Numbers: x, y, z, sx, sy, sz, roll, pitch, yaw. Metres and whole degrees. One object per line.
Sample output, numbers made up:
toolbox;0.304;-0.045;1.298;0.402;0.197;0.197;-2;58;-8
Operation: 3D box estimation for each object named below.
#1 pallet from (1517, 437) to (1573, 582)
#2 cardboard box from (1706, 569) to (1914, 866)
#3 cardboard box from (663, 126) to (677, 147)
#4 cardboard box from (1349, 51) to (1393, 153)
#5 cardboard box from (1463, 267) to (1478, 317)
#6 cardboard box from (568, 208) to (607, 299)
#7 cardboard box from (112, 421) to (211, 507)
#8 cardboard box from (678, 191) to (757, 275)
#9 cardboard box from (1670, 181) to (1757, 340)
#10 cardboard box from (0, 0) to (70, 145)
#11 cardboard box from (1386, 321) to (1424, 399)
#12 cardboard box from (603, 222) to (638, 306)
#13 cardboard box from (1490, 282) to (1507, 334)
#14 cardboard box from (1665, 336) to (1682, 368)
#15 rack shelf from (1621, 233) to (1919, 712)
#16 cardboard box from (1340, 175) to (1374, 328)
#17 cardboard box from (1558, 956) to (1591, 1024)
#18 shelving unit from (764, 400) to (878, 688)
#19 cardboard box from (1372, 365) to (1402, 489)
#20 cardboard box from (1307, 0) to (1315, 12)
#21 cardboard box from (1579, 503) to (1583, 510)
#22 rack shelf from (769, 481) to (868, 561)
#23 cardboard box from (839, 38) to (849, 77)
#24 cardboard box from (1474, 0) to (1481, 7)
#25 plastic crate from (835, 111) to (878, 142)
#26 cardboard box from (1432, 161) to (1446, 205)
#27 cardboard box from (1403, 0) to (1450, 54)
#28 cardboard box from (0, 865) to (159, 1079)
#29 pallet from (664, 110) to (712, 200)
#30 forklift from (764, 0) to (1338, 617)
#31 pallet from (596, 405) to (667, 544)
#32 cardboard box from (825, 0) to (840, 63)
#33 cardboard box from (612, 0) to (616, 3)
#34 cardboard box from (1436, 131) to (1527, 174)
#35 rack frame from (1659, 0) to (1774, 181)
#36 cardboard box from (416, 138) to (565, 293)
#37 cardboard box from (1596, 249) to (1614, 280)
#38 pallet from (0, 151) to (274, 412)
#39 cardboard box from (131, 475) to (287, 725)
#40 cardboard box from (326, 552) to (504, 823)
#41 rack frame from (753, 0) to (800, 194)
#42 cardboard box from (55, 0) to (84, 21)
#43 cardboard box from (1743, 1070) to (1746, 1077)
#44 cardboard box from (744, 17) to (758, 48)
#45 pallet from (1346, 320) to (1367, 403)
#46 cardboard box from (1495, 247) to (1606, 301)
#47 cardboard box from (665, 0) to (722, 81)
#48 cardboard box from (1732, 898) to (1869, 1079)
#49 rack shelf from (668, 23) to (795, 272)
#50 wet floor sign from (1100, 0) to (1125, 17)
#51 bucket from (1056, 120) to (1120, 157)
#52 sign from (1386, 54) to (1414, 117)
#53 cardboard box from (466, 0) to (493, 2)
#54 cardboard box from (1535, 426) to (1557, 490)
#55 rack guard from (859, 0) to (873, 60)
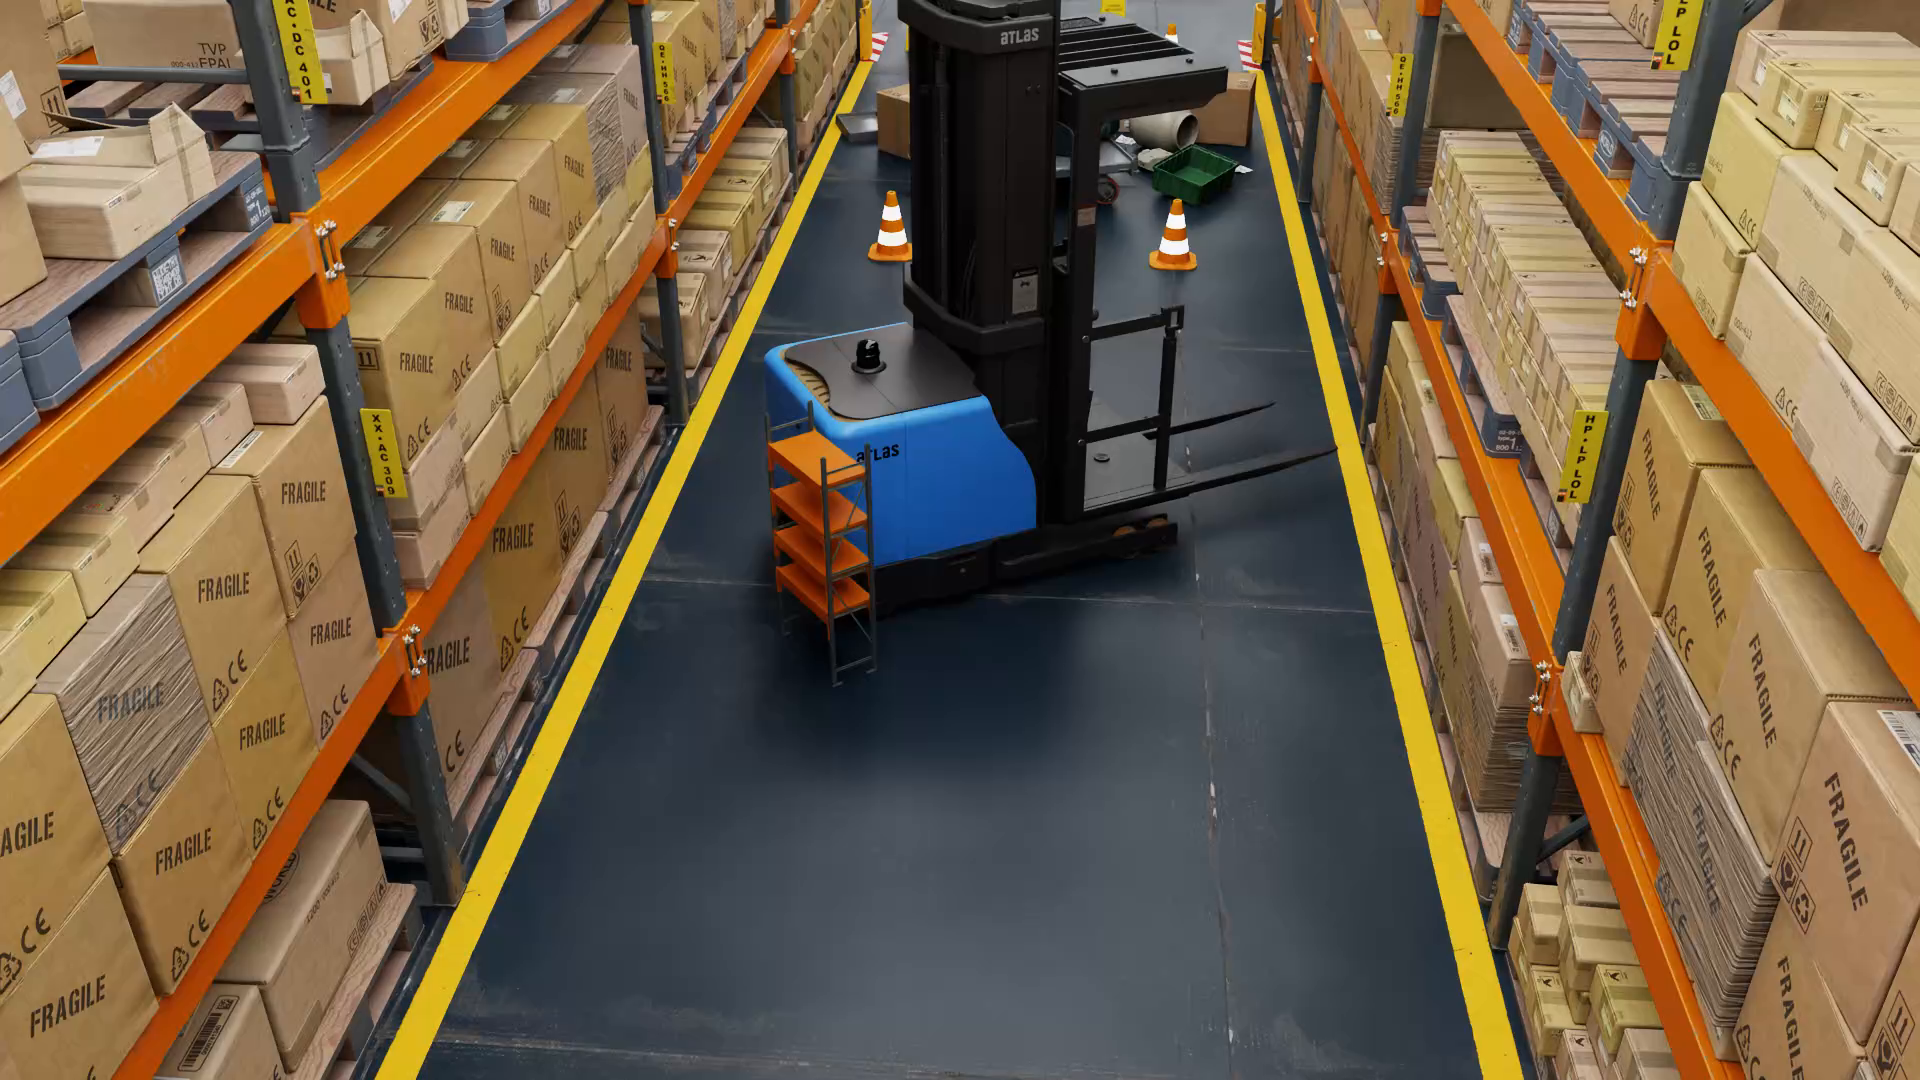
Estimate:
pallet;2.708;-0.055;6.164;1.003;0.211;1.213;2;32;4
cardboard box;2.123;0.421;3.876;0.500;0.500;0.500;3;32;5
cardboard box;-1.847;-2.374;9.582;0.380;0.149;0.250;1;32;1
cardboard box;2.679;-2.647;10.091;0.500;0.500;0.500;2;32;3
cardboard box;2.506;-1.120;7.547;0.380;0.149;0.250;3;32;6
cardboard box;-1.961;-1.342;7.735;0.500;0.250;0.500;2;32;3
cardboard box;-2.308;-0.209;4.563;0.380;0.149;0.250;2;32;4
cardboard box;-1.940;-2.131;11.454;0.950;0.372;0.625;3;32;6
cardboard box;2.200;-0.726;4.353;0.500;0.250;0.500;4;32;6
cardboard box;-2.698;-1.145;4.298;0.500;0.500;0.500;3;32;5
cardboard box;2.529;-0.919;8.650;0.500;0.250;0.500;1;32;2
cardboard box;-1.923;-1.387;8.284;0.500;0.250;0.500;3;32;5
cardboard box;2.466;-0.975;7.028;0.380;0.149;0.250;4;32;6
cardboard box;3.094;-0.815;6.769;0.380;0.149;0.250;2;32;3
rack shelf;2.338;0.331;3.180;1.077;0.370;4.000;2;32;4
cardboard box;3.034;-1.828;10.602;1.050;0.750;0.750;3;32;5
cardboard box;2.222;1.477;5.528;0.380;0.149;0.250;3;32;4
shelving unit;-0.626;0.025;7.566;0.258;1.200;0.503;-20;37;-29
cardboard box;2.515;-0.591;8.832;0.500;0.500;0.500;1;32;2
cardboard box;3.193;-4.473;13.006;0.875;0.550;0.550;2;32;4
cardboard box;2.337;-0.159;5.704;0.380;0.149;0.250;3;32;5
rack shelf;-0.626;-0.108;7.484;0.258;0.148;0.480;-20;37;-29
cardboard box;-1.311;-4.481;15.382;0.500;0.250;0.500;3;32;4
cardboard box;2.482;-2.606;7.165;0.500;0.500;0.500;2;32;4
plastic crate;-0.844;-3.628;14.562;0.402;0.080;0.583;-8;33;-13
cardboard box;2.587;-1.790;8.351;0.380;0.149;0.250;4;32;6
cardboard box;2.913;-2.802;9.390;0.700;0.500;0.500;2;32;3
cardboard box;-2.344;1.114;3.987;0.500;0.500;0.500;3;32;6
pallet;-2.163;-2.289;9.789;1.213;0.211;1.003;2;32;4
forklift;0.572;-1.387;8.208;3.031;2.935;1.130;-14;34;-21
pallet;-2.254;-0.398;9.194;1.003;0.211;1.213;2;32;4
cardboard box;-1.356;-4.538;14.760;0.500;0.500;0.500;2;32;3
cardboard box;-2.284;-3.126;10.185;0.500;0.500;0.500;0;32;1
cardboard box;2.596;-1.925;8.286;0.380;0.149;0.250;3;32;4
rack frame;2.501;-2.298;3.901;1.000;3.000;0.127;2;32;4
cardboard box;-2.025;-1.388;7.095;0.500;0.500;0.500;2;32;3
cardboard box;3.178;-1.235;7.734;0.380;0.149;0.250;2;32;3
pallet;-2.518;-0.714;4.275;1.003;0.211;1.213;2;32;4
cardboard box;-2.253;0.153;4.594;0.500;0.500;0.500;2;32;3
cardboard box;-2.470;0.496;6.711;0.875;0.875;0.875;3;32;6
rack frame;-1.789;-4.085;12.520;1.000;3.000;0.127;2;32;4
cardboard box;-6.557;-3.908;11.898;0.500;0.250;0.500;2;32;3
cardboard box;2.118;1.330;3.972;0.380;0.149;0.250;4;32;6
cardboard box;-1.597;-3.470;11.360;0.380;0.149;0.250;3;32;4
pallet;2.966;-1.057;10.264;1.003;0.211;1.213;2;32;4
cardboard box;2.467;-1.109;6.963;0.380;0.149;0.250;2;32;3
cardboard box;-1.776;-3.118;10.171;0.500;0.500;0.500;3;32;5
cardboard box;2.085;1.138;3.666;0.500;0.500;0.500;4;32;6
rack shelf;-1.952;-2.733;11.012;1.077;0.370;4.000;2;32;4
wet floor sign;1.507;-5.116;16.436;0.267;0.644;0.232;-3;32;-5
bucket;0.866;-3.350;12.998;0.726;0.611;0.620;14;44;21
sign;2.273;-2.350;8.601;0.100;0.325;0.005;2;32;4
cardboard box;-1.943;-2.241;6.396;0.396;0.266;0.258;5;32;8
cardboard box;2.379;-0.298;6.213;0.380;0.149;0.250;2;32;4
rack guard;-1.470;-5.073;16.506;1.175;0.500;0.348;2;32;4
